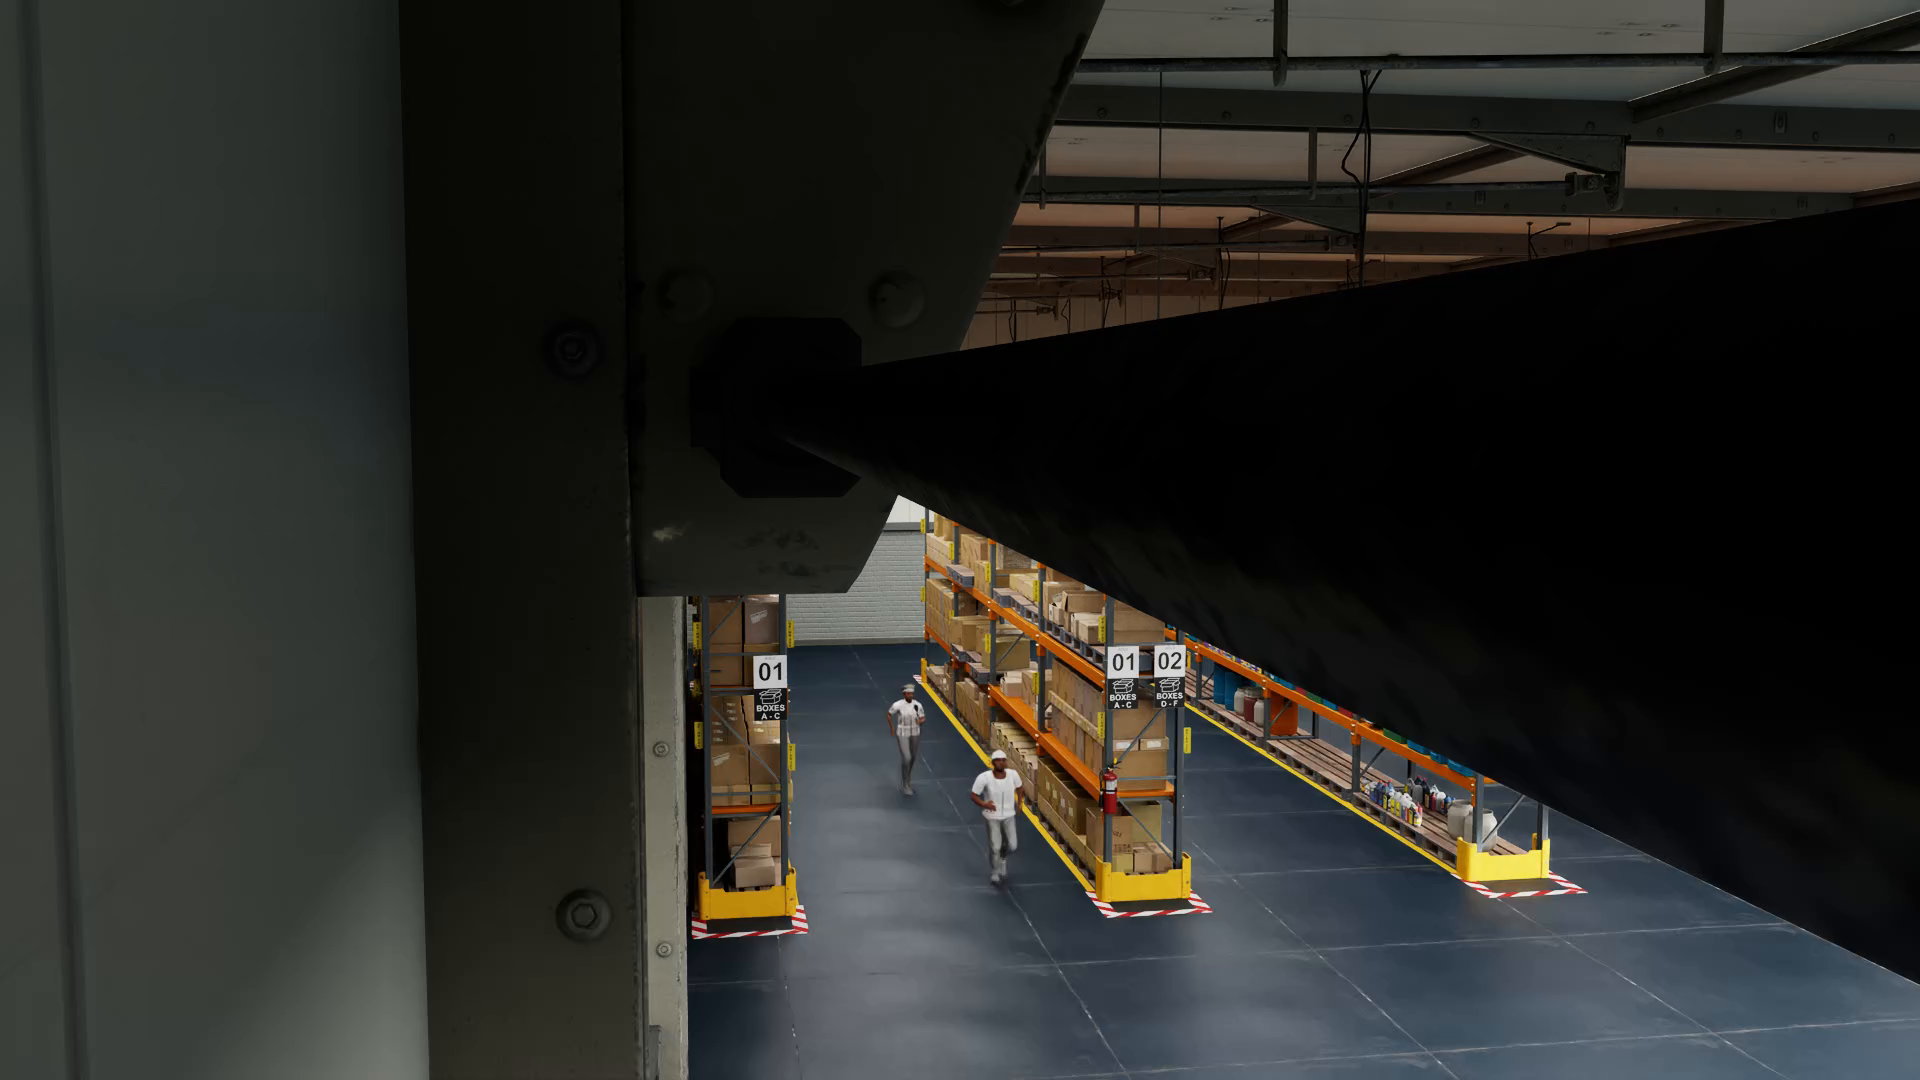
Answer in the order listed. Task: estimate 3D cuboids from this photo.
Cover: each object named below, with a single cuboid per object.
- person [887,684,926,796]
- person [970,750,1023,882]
[{"bbox_3d":[-0.836,3.154,26.509,0.550,1.755,0.781,-2,5,-24],"label":"person"},{"bbox_3d":[0.509,3.568,21.465,0.745,1.730,0.527,-1,5,-16],"label":"person"}]
